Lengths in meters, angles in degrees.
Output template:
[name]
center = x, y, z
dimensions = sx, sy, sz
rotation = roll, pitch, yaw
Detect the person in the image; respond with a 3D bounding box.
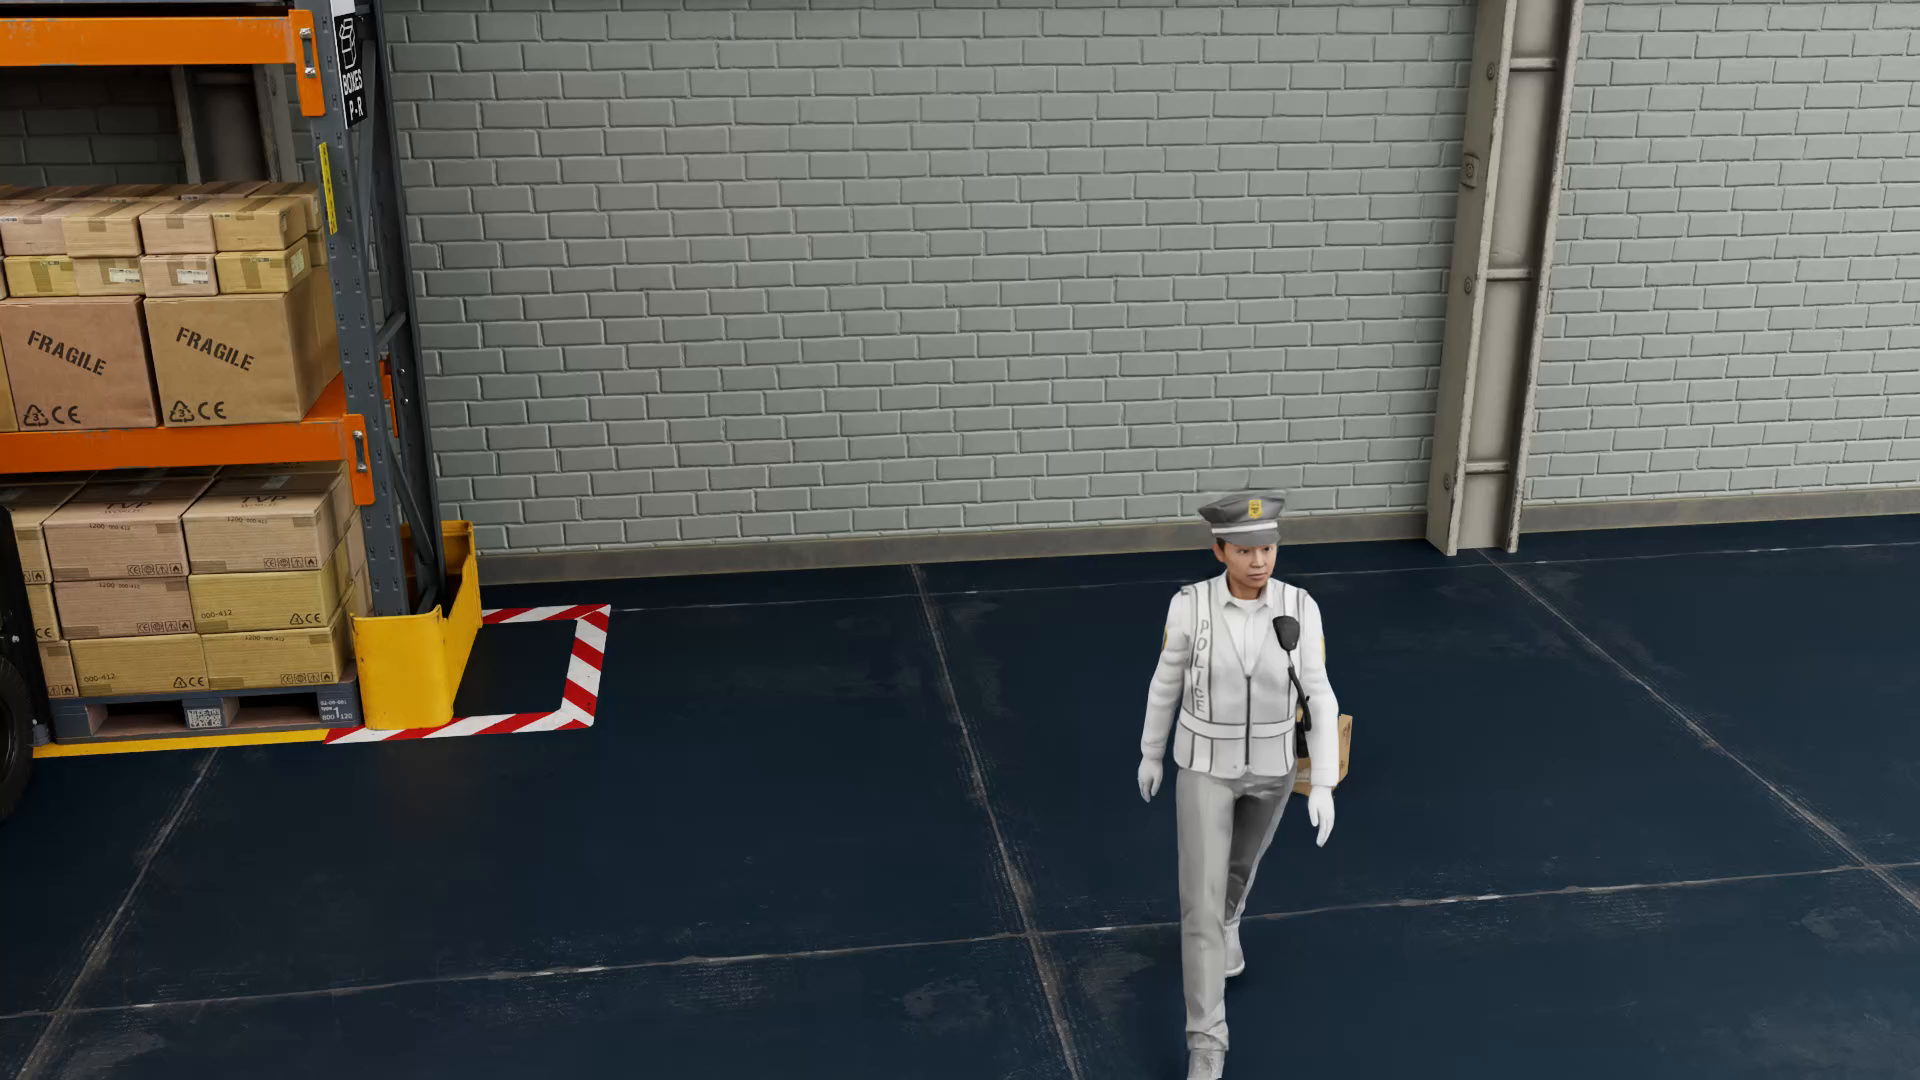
[person]
center = 0.802, 0.665, 4.674
dimensions = 0.519, 1.641, 0.938
rotation = -1, 20, -4
